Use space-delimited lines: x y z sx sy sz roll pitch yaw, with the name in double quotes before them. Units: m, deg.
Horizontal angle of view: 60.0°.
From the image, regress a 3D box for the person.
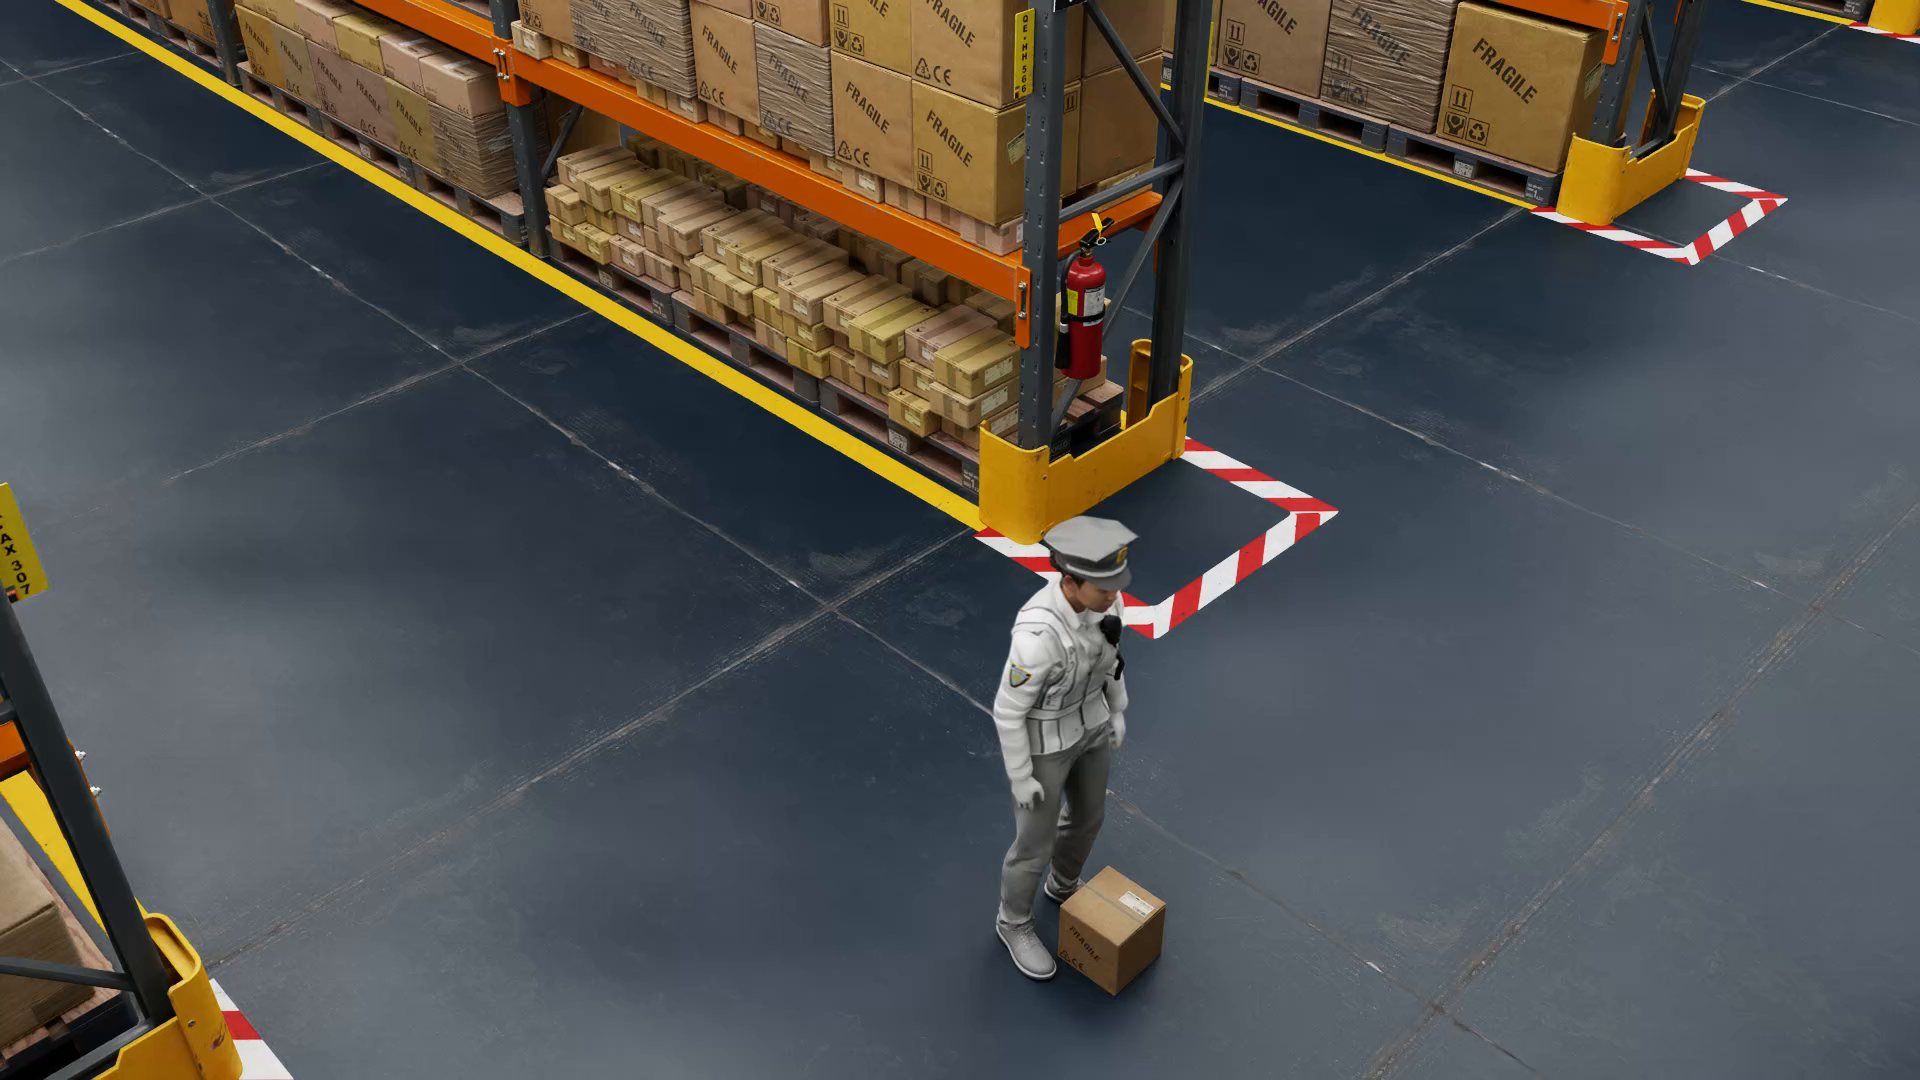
"person" 0.328 0.633 5.261 0.528 1.664 0.372 -30 45 -35
